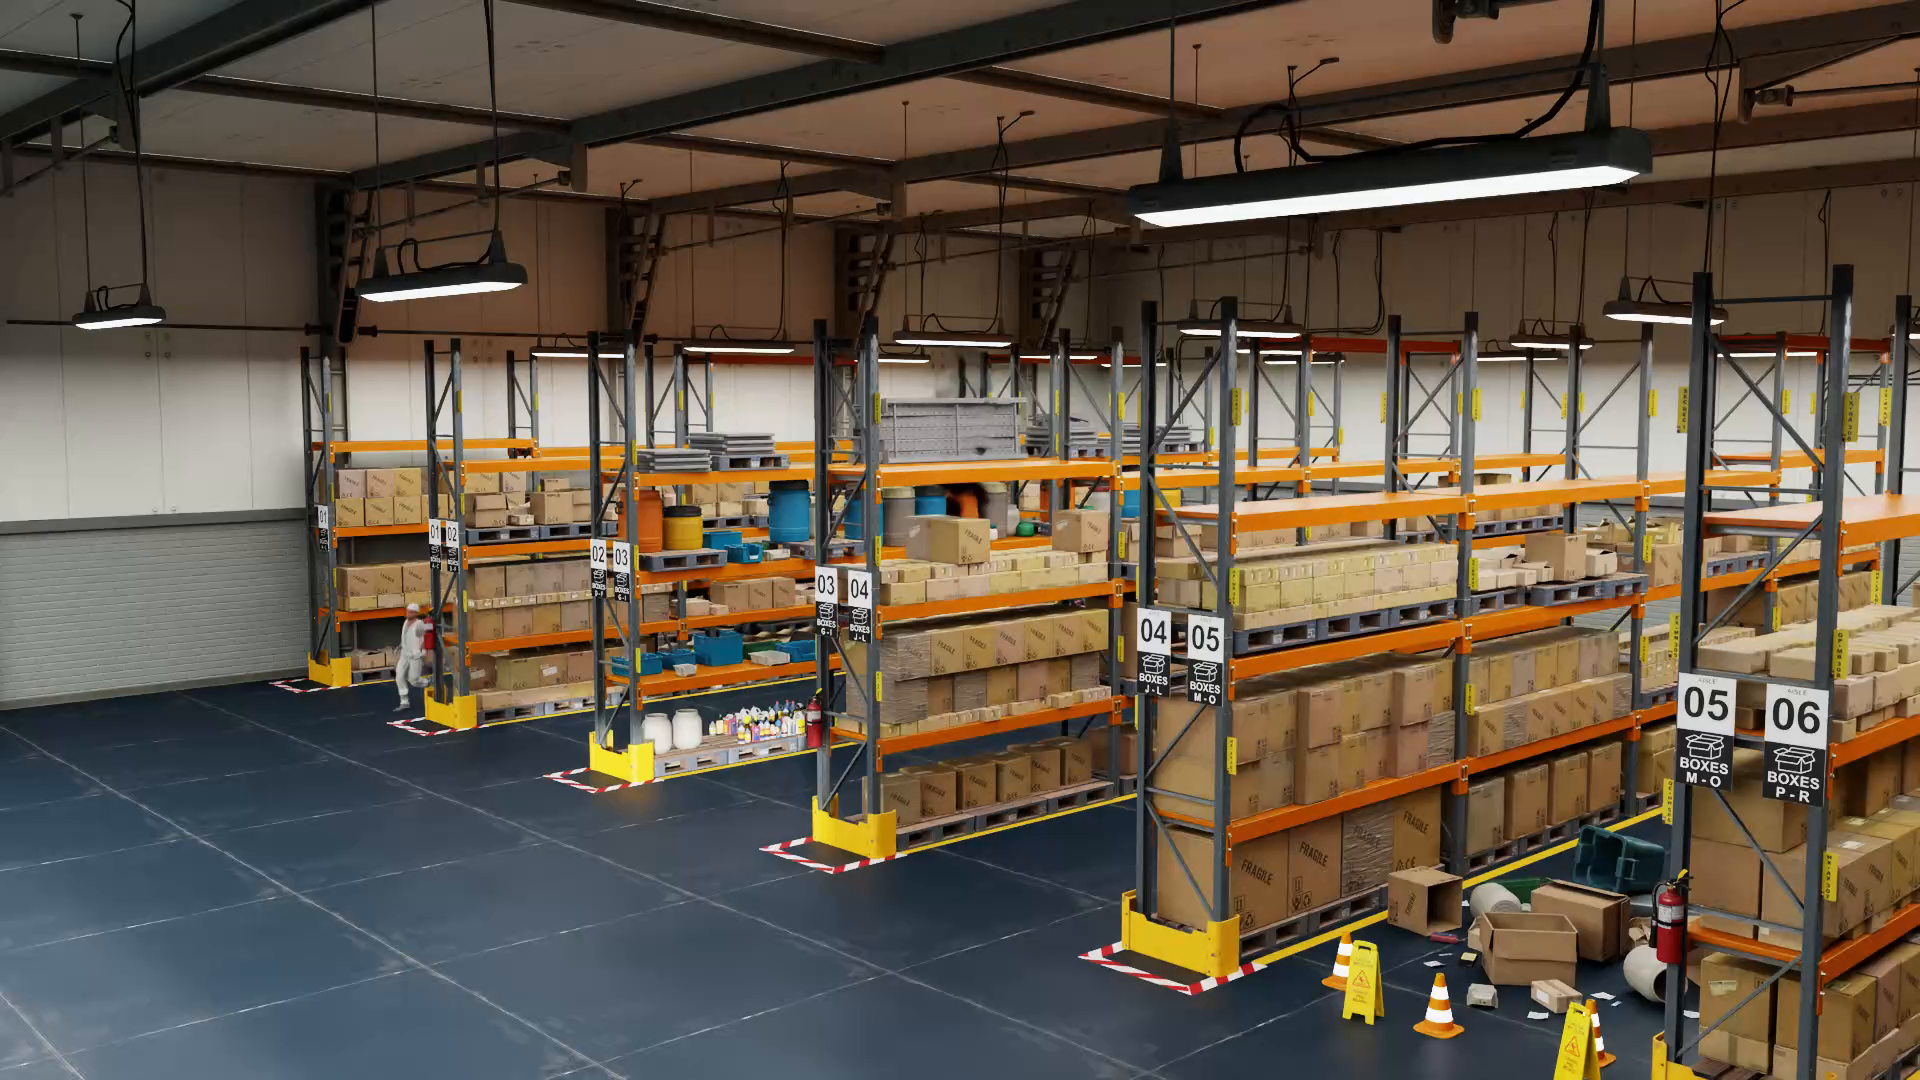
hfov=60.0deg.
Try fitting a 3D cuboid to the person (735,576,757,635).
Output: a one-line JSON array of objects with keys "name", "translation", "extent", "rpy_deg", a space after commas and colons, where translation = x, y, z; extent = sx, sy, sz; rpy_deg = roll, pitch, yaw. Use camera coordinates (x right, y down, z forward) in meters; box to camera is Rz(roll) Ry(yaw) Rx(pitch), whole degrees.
[{"name": "person", "translation": [-4.166, 1.493, 32.662], "extent": [0.505, 1.597, 0.667], "rpy_deg": [3, 6, 34]}]

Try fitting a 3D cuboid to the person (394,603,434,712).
[{"name": "person", "translation": [-8.932, 1.907, 27.304], "extent": [0.703, 1.767, 0.810], "rpy_deg": [3, 6, 29]}]
